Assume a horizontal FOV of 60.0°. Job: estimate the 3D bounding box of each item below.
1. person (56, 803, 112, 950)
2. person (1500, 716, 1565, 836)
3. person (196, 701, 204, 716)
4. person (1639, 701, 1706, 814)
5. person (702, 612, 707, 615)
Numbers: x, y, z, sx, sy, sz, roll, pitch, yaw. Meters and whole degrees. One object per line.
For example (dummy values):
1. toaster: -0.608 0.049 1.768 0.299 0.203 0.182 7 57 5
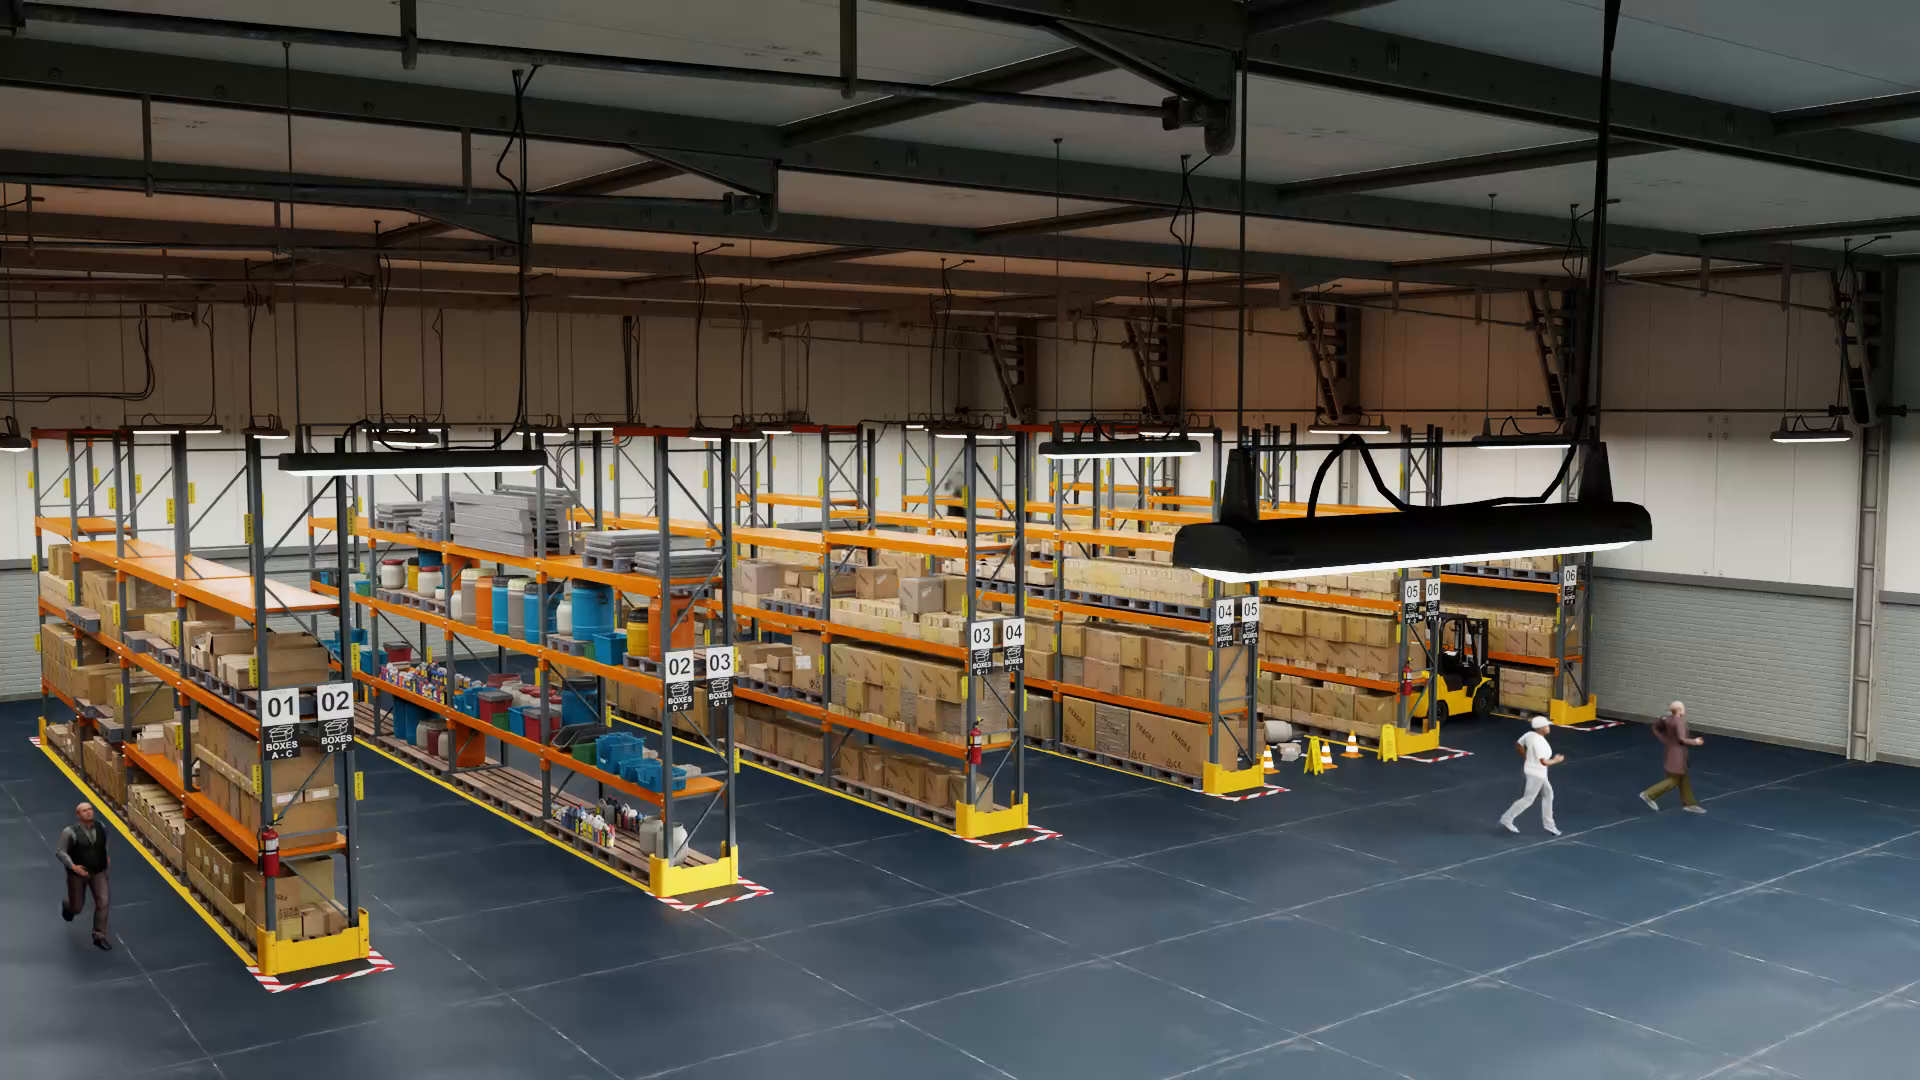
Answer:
1. person: -10.378 3.961 19.741 0.999 1.707 0.643 4 6 44
2. person: 8.502 3.507 24.705 0.948 1.801 0.712 1 5 9
3. person: -14.664 2.931 31.954 0.978 1.792 0.669 3 6 38
4. person: 11.089 3.367 25.907 0.966 1.705 0.714 0 4 5
5. person: -6.036 2.489 39.150 0.601 1.554 0.494 -1 5 -12
